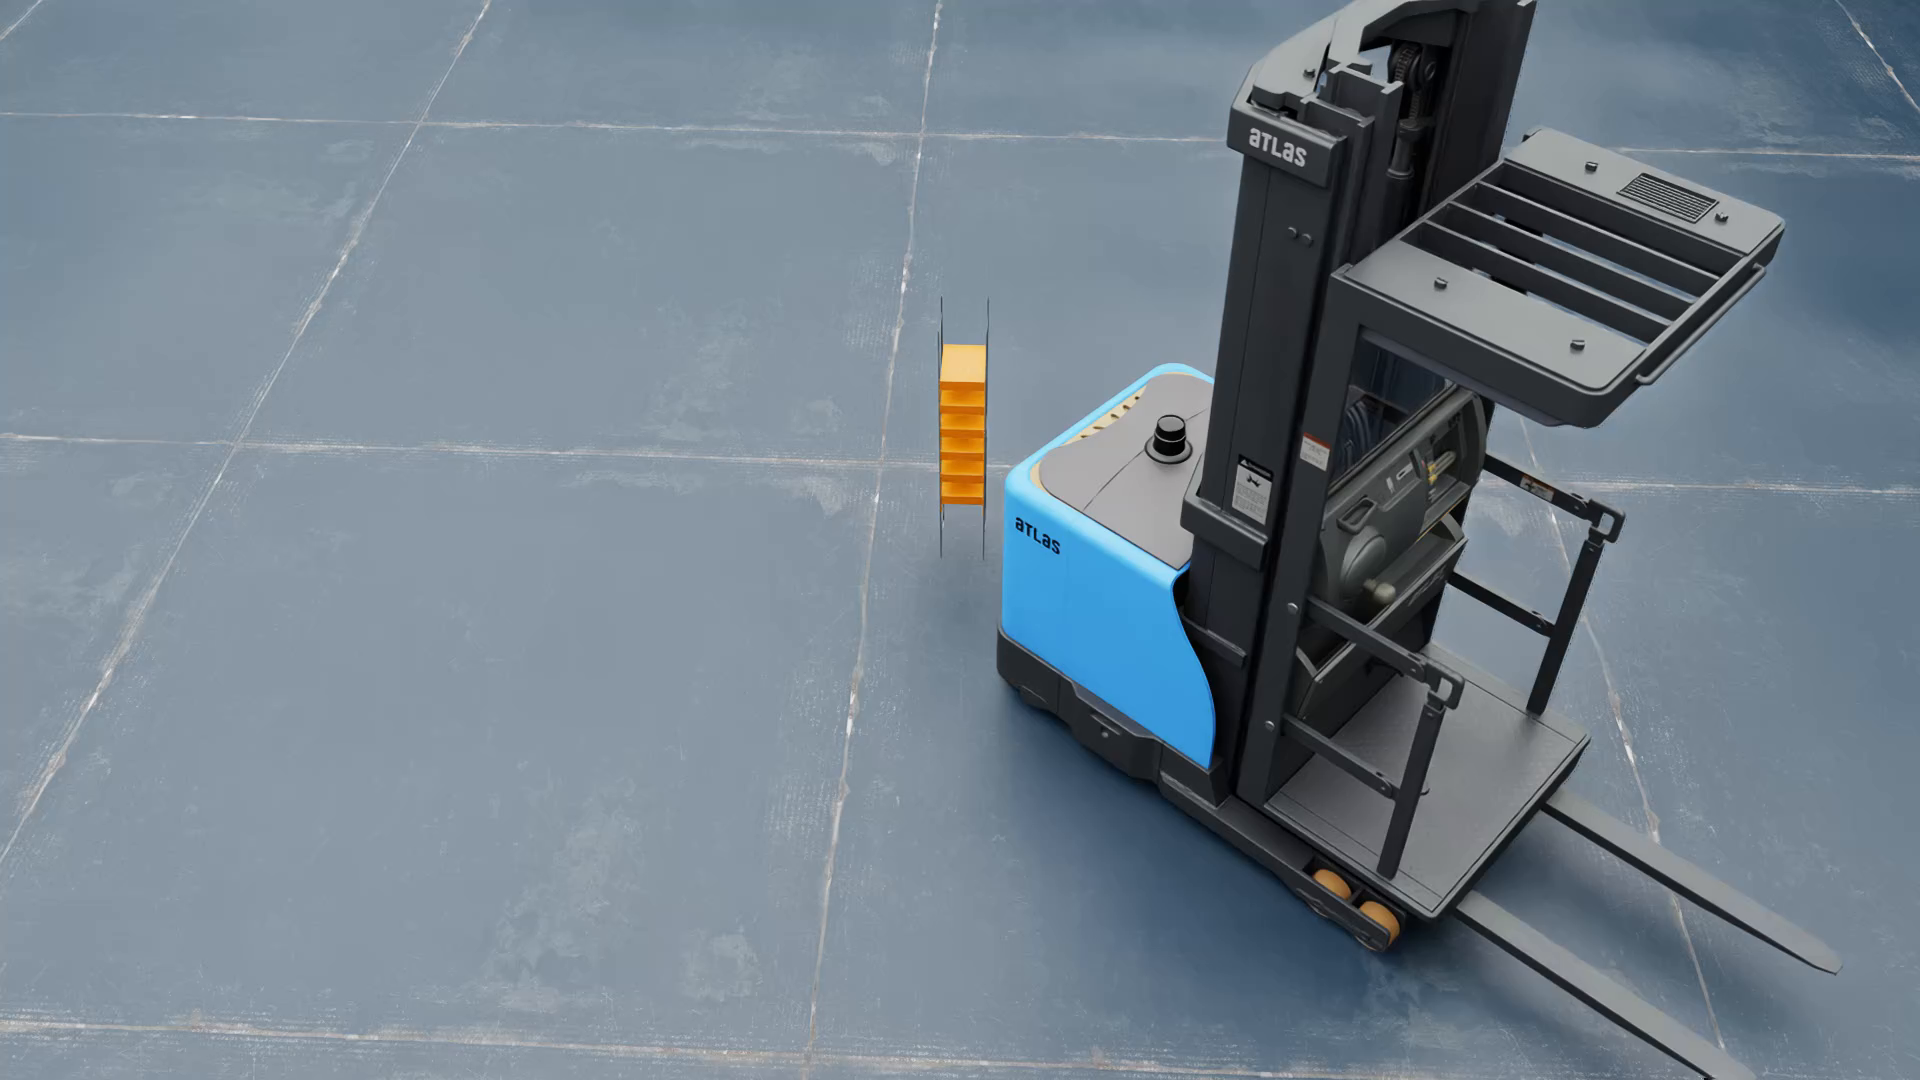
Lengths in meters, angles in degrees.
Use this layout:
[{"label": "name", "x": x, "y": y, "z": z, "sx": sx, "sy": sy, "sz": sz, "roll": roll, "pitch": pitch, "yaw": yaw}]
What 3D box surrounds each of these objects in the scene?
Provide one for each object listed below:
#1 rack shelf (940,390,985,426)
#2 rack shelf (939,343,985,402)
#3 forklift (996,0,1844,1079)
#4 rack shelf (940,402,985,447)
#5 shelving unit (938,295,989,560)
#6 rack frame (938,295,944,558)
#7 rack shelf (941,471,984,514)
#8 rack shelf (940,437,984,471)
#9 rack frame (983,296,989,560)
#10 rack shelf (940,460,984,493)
[{"label": "rack shelf", "x": 0.014, "y": -0.582, "z": 6.707, "sx": 0.180, "sy": 0.103, "sz": 0.258, "roll": 2, "pitch": 43, "yaw": 2}, {"label": "rack shelf", "x": 0.014, "y": -0.669, "z": 6.625, "sx": 0.180, "sy": 0.103, "sz": 0.258, "roll": 2, "pitch": 43, "yaw": 2}, {"label": "forklift", "x": 1.563, "y": -0.069, "z": 5.173, "sx": 3.031, "sy": 2.935, "sz": 1.130, "roll": 33, "pitch": 52, "yaw": 30}, {"label": "rack shelf", "x": 0.014, "y": -0.494, "z": 6.789, "sx": 0.180, "sy": 0.103, "sz": 0.258, "roll": 2, "pitch": 43, "yaw": 2}, {"label": "shelving unit", "x": 0.014, "y": -0.439, "z": 6.841, "sx": 0.189, "sy": 1.200, "sz": 0.258, "roll": 2, "pitch": 43, "yaw": 2}, {"label": "rack frame", "x": -0.077, "y": -0.441, "z": 6.844, "sx": 0.006, "sy": 1.200, "sz": 0.240, "roll": 2, "pitch": 43, "yaw": 2}, {"label": "rack shelf", "x": 0.014, "y": -0.230, "z": 7.034, "sx": 0.180, "sy": 0.103, "sz": 0.258, "roll": 2, "pitch": 43, "yaw": 2}, {"label": "rack shelf", "x": 0.014, "y": -0.406, "z": 6.871, "sx": 0.180, "sy": 0.103, "sz": 0.258, "roll": 2, "pitch": 43, "yaw": 2}, {"label": "rack frame", "x": 0.106, "y": -0.436, "z": 6.838, "sx": 0.006, "sy": 1.200, "sz": 0.240, "roll": 2, "pitch": 43, "yaw": 2}, {"label": "rack shelf", "x": 0.014, "y": -0.318, "z": 6.953, "sx": 0.180, "sy": 0.103, "sz": 0.258, "roll": 2, "pitch": 43, "yaw": 2}]
